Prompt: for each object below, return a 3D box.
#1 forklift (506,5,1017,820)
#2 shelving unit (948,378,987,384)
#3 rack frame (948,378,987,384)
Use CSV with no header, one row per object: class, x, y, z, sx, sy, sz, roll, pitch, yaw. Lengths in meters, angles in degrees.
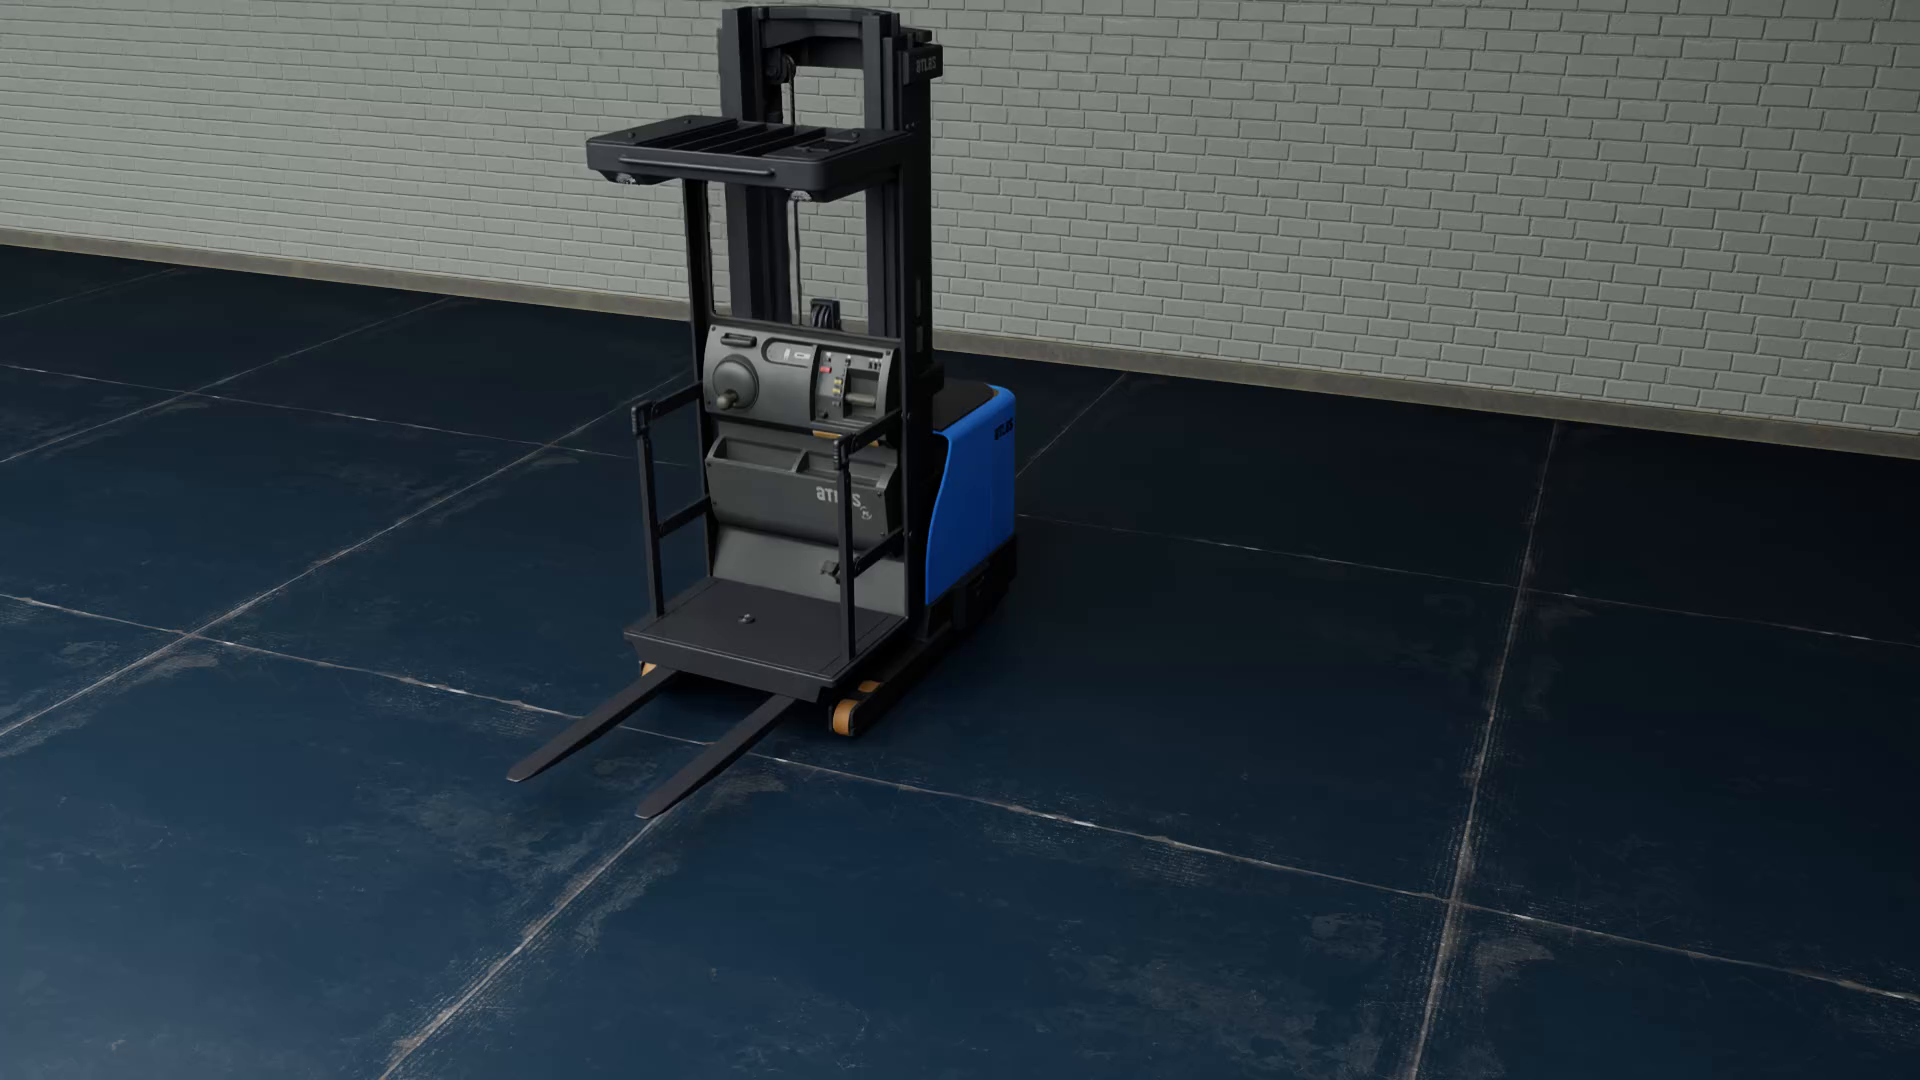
forklift,-0.805,-0.690,7.100,1.130,2.935,3.031,11,25,24
shelving unit,-0.003,-0.412,9.070,0.258,0.900,0.210,9,24,20
rack frame,0.035,-0.449,9.157,0.240,0.900,0.006,9,24,20
